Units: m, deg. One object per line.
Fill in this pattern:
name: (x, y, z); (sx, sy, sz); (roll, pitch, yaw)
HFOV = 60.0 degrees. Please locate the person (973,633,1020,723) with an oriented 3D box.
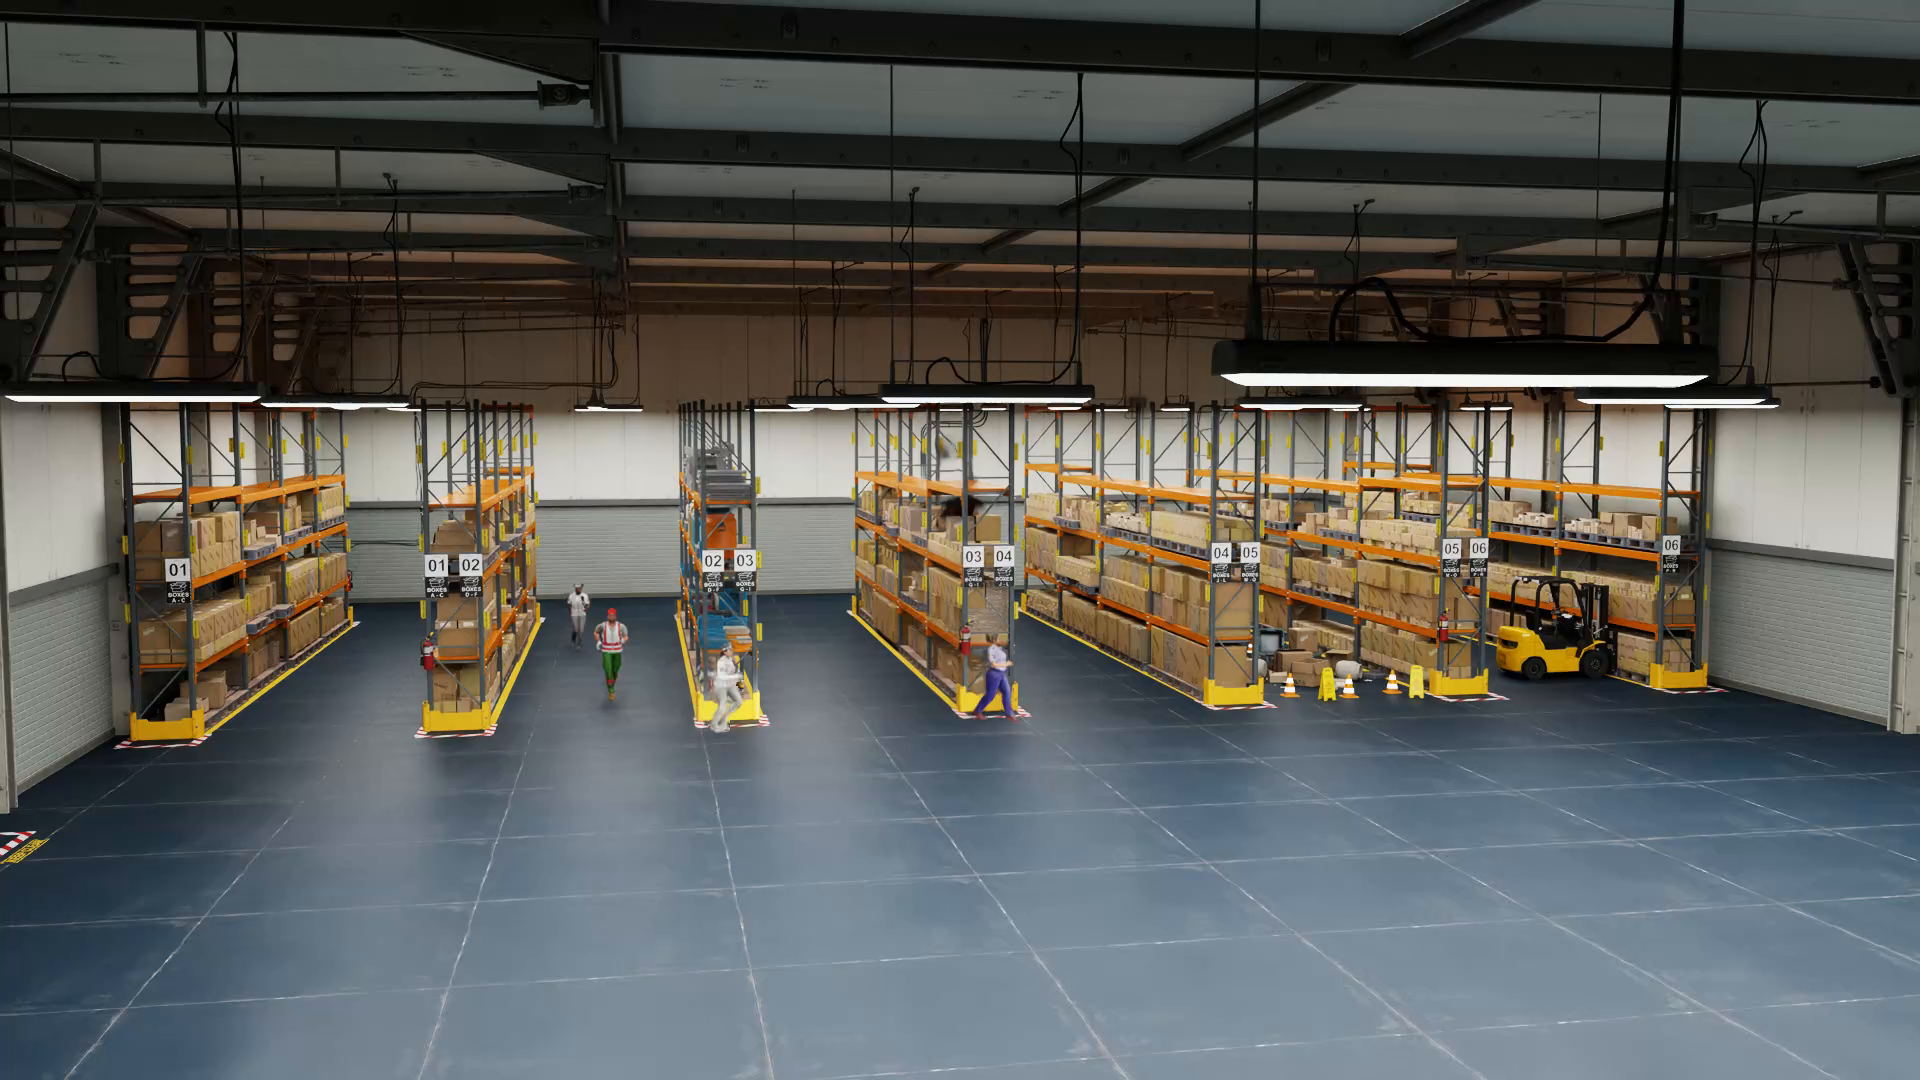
person: (0.658, 2.567, 30.810); (0.863, 1.667, 0.601); (2, 5, 20)

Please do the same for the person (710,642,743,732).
person: (-4.185, 2.634, 29.813); (0.725, 1.642, 0.648); (2, 5, 23)

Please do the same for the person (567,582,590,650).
person: (-9.235, 1.847, 40.311); (0.561, 1.667, 0.573); (-1, 4, -16)

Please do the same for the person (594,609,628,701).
person: (-7.022, 2.278, 33.573); (0.652, 1.805, 0.983); (-2, 5, -20)
